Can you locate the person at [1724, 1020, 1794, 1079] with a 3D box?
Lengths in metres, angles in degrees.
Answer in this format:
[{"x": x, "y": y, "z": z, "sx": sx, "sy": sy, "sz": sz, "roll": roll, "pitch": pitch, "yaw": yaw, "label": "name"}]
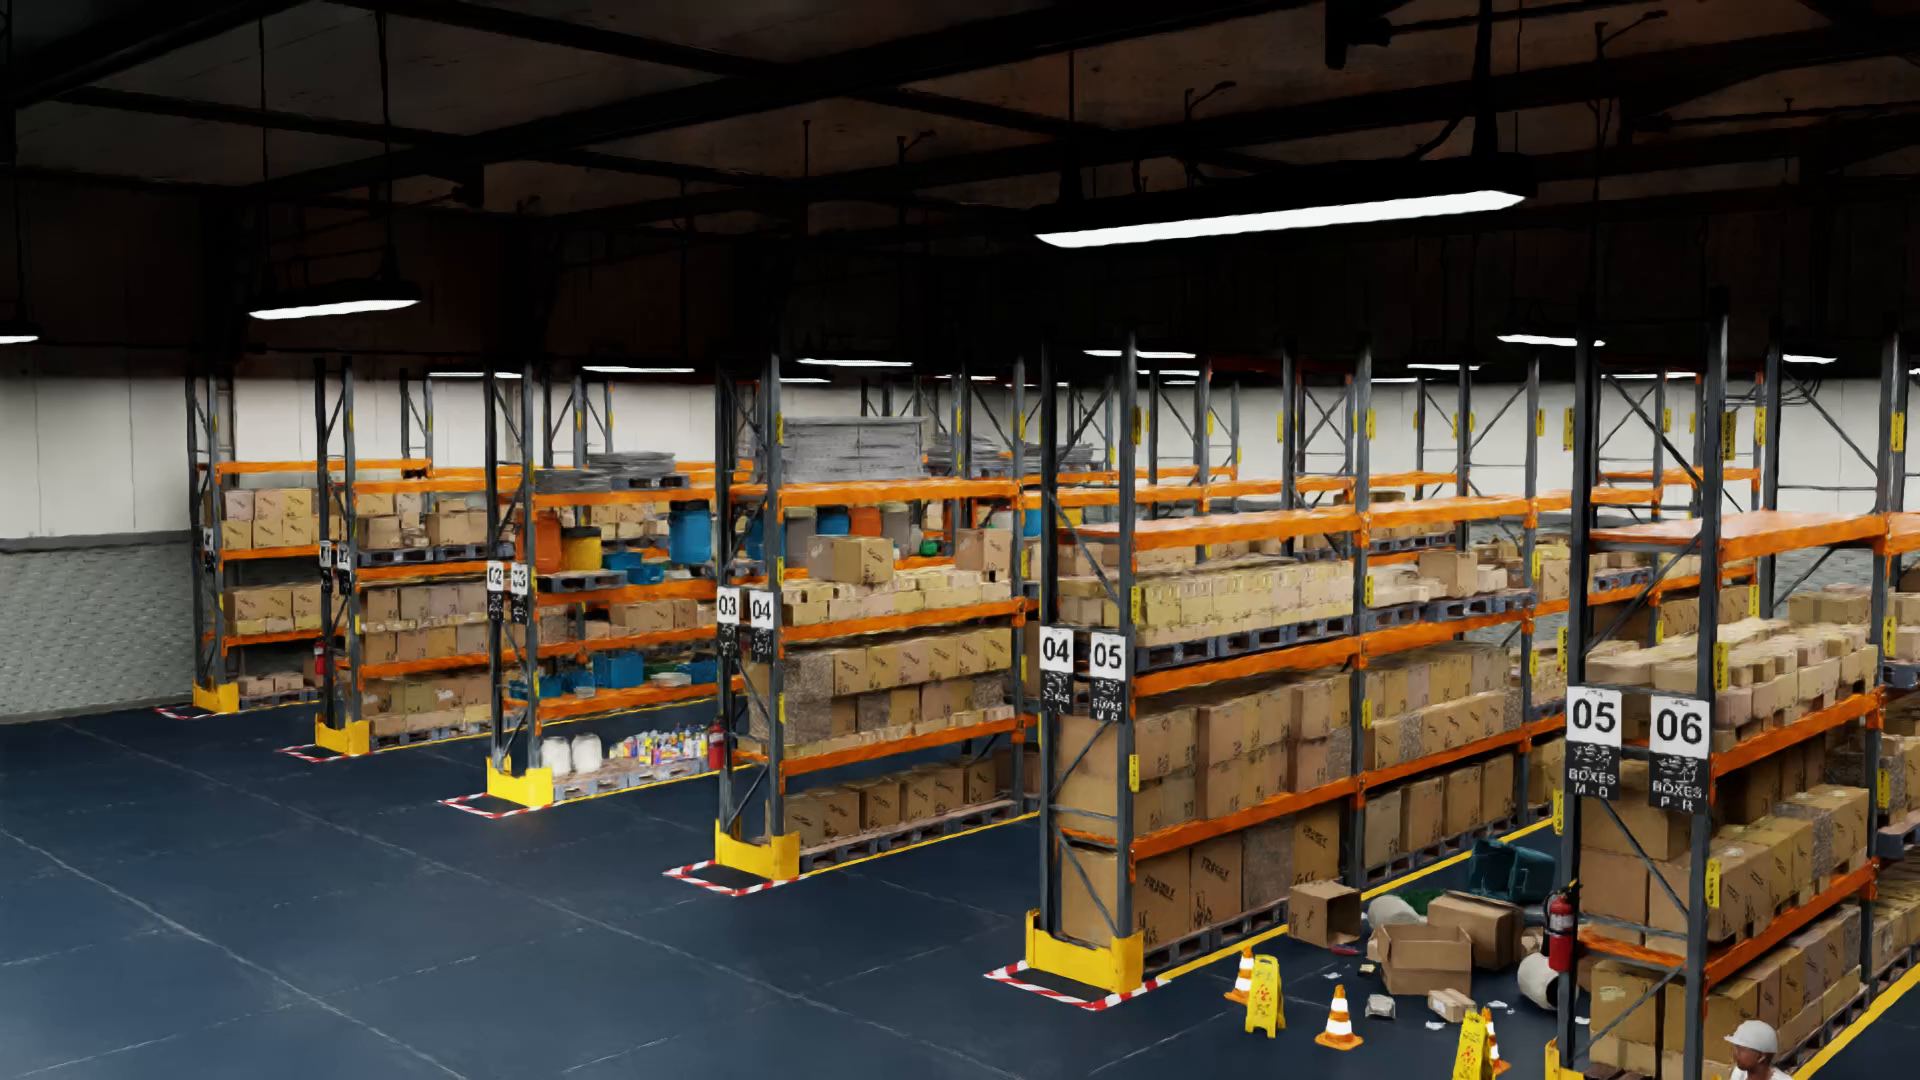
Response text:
[{"x": 4.578, "y": 3.570, "z": 9.316, "sx": 0.564, "sy": 1.774, "sz": 0.601, "roll": -1, "pitch": 4, "yaw": -10, "label": "person"}]
